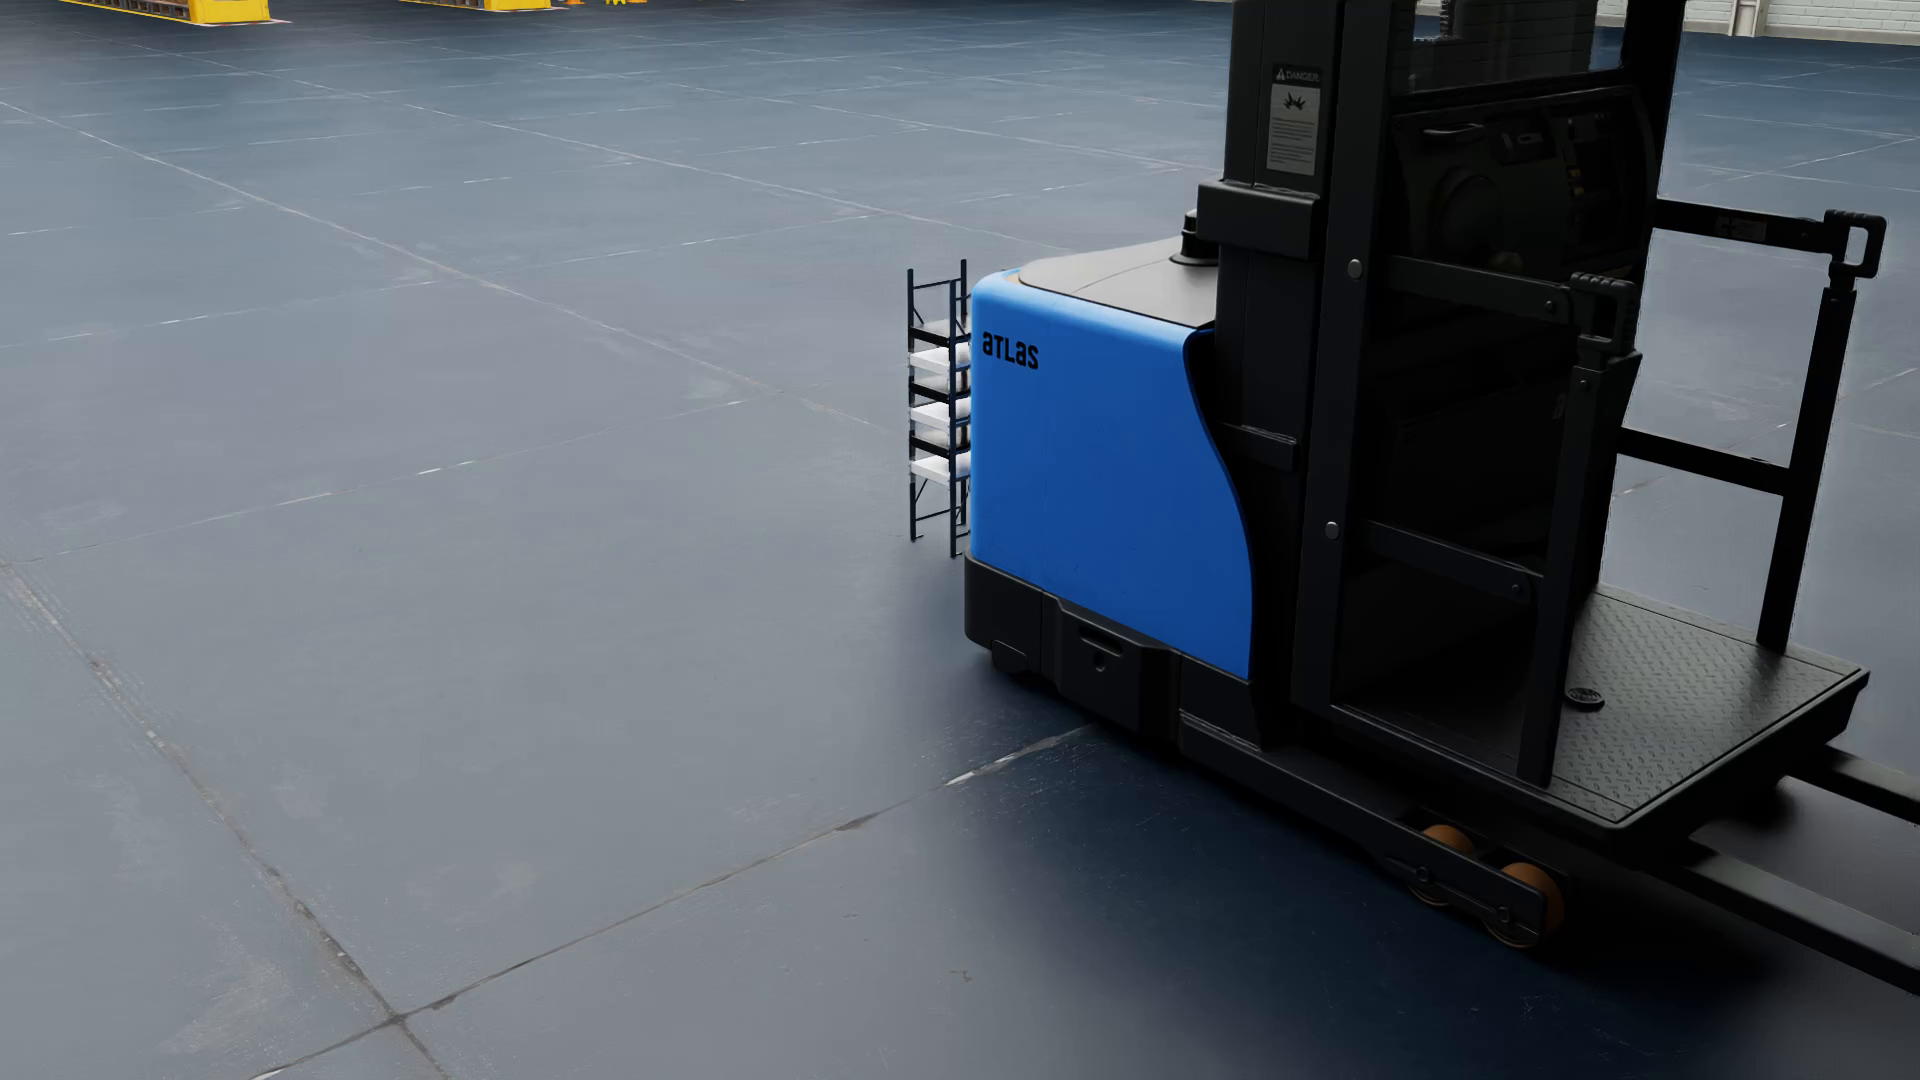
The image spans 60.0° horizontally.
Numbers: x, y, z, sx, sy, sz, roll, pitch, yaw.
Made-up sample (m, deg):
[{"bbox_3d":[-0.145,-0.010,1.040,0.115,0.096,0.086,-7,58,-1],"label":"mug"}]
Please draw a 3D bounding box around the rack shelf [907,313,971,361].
[{"bbox_3d":[-0.005,-0.642,5.239,0.258,0.077,0.200,-17,27,-37],"label":"rack shelf"}]

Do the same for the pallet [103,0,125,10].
[{"bbox_3d":[-14.886,-9.807,30.234,1.003,0.211,1.213,-17,27,-37],"label":"pallet"}]

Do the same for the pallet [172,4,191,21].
[{"bbox_3d":[-12.319,-8.741,27.512,1.003,0.211,1.213,-17,27,-37],"label":"pallet"}]

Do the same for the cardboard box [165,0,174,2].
[{"bbox_3d":[-13.302,-9.493,28.460,0.500,0.500,0.500,19,29,40],"label":"cardboard box"}]

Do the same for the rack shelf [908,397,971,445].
[{"bbox_3d":[-0.005,-0.390,5.338,0.258,0.077,0.200,-17,27,-37],"label":"rack shelf"}]

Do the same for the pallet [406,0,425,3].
[{"bbox_3d":[-10.116,-10.516,32.045,1.003,0.211,1.213,-17,27,-37],"label":"pallet"}]

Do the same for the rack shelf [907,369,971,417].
[{"bbox_3d":[-0.005,-0.474,5.305,0.258,0.077,0.200,-17,27,-37],"label":"rack shelf"}]

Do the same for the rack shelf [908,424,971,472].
[{"bbox_3d":[-0.005,-0.306,5.371,0.258,0.077,0.200,-17,27,-37],"label":"rack shelf"}]

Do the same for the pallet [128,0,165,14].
[{"bbox_3d":[-13.912,-9.415,29.233,1.003,0.211,1.213,-17,27,-37],"label":"pallet"}]

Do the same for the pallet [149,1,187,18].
[{"bbox_3d":[-13.111,-9.078,28.372,1.003,0.211,1.213,-17,27,-37],"label":"pallet"}]

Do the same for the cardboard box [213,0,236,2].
[{"bbox_3d":[-12.161,-8.994,27.185,0.500,0.500,0.500,-12,24,-28],"label":"cardboard box"}]

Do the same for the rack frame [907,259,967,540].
[{"bbox_3d":[-0.072,-0.449,5.397,0.240,0.900,0.006,-17,27,-37],"label":"rack frame"}]

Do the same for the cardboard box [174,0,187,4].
[{"bbox_3d":[-12.971,-9.328,28.039,0.500,0.500,0.500,-14,26,-33],"label":"cardboard box"}]

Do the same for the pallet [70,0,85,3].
[{"bbox_3d":[-16.479,-10.481,31.955,1.003,0.211,1.213,-17,27,-37],"label":"pallet"}]

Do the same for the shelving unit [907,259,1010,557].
[{"bbox_3d":[-0.005,-0.421,5.326,0.258,0.900,0.210,-17,27,-37],"label":"shelving unit"}]

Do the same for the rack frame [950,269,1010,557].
[{"bbox_3d":[0.061,-0.393,5.254,0.240,0.900,0.006,-17,27,-37],"label":"rack frame"}]

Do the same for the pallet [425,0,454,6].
[{"bbox_3d":[-9.316,-10.179,31.184,1.003,0.211,1.213,-17,27,-37],"label":"pallet"}]

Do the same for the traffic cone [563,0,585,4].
[{"bbox_3d":[-7.213,-10.242,30.999,0.336,0.463,0.334,-17,27,-37],"label":"traffic cone"}]

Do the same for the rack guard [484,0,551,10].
[{"bbox_3d":[-7.927,-9.768,29.737,1.175,0.500,0.348,-17,27,-37],"label":"rack guard"}]

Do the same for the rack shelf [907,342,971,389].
[{"bbox_3d":[-0.005,-0.558,5.272,0.258,0.077,0.200,-17,27,-37],"label":"rack shelf"}]

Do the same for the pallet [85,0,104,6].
[{"bbox_3d":[-15.687,-10.144,31.095,1.003,0.211,1.213,-17,27,-37],"label":"pallet"}]

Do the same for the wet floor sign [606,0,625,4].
[{"bbox_3d":[-6.424,-10.306,30.911,0.232,0.644,0.267,17,27,36],"label":"wet floor sign"}]

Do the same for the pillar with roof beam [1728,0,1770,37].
[{"bbox_3d":[8.216,-10.530,20.029,9.100,9.000,0.400,-17,27,-37],"label":"pillar with roof beam"}]

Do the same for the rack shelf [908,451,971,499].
[{"bbox_3d":[-0.005,-0.223,5.403,0.258,0.077,0.200,-17,27,-37],"label":"rack shelf"}]

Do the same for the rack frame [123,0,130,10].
[{"bbox_3d":[-14.377,-10.891,29.177,1.000,3.000,0.127,-17,27,-37],"label":"rack frame"}]

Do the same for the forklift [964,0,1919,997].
[{"bbox_3d":[1.342,-0.746,3.369,1.130,2.935,3.031,-17,27,-37],"label":"forklift"}]

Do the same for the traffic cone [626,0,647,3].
[{"bbox_3d":[-6.135,-10.417,31.446,0.336,0.463,0.334,-17,27,-37],"label":"traffic cone"}]

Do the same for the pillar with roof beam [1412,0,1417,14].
[{"bbox_3d":[4.299,-12.187,24.261,9.100,9.000,0.400,-17,27,-37],"label":"pillar with roof beam"}]

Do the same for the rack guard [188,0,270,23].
[{"bbox_3d":[-11.816,-8.643,26.865,1.175,0.500,0.348,-17,27,-37],"label":"rack guard"}]

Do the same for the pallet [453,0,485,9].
[{"bbox_3d":[-8.524,-9.842,30.324,1.003,0.211,1.213,-17,27,-37],"label":"pallet"}]
